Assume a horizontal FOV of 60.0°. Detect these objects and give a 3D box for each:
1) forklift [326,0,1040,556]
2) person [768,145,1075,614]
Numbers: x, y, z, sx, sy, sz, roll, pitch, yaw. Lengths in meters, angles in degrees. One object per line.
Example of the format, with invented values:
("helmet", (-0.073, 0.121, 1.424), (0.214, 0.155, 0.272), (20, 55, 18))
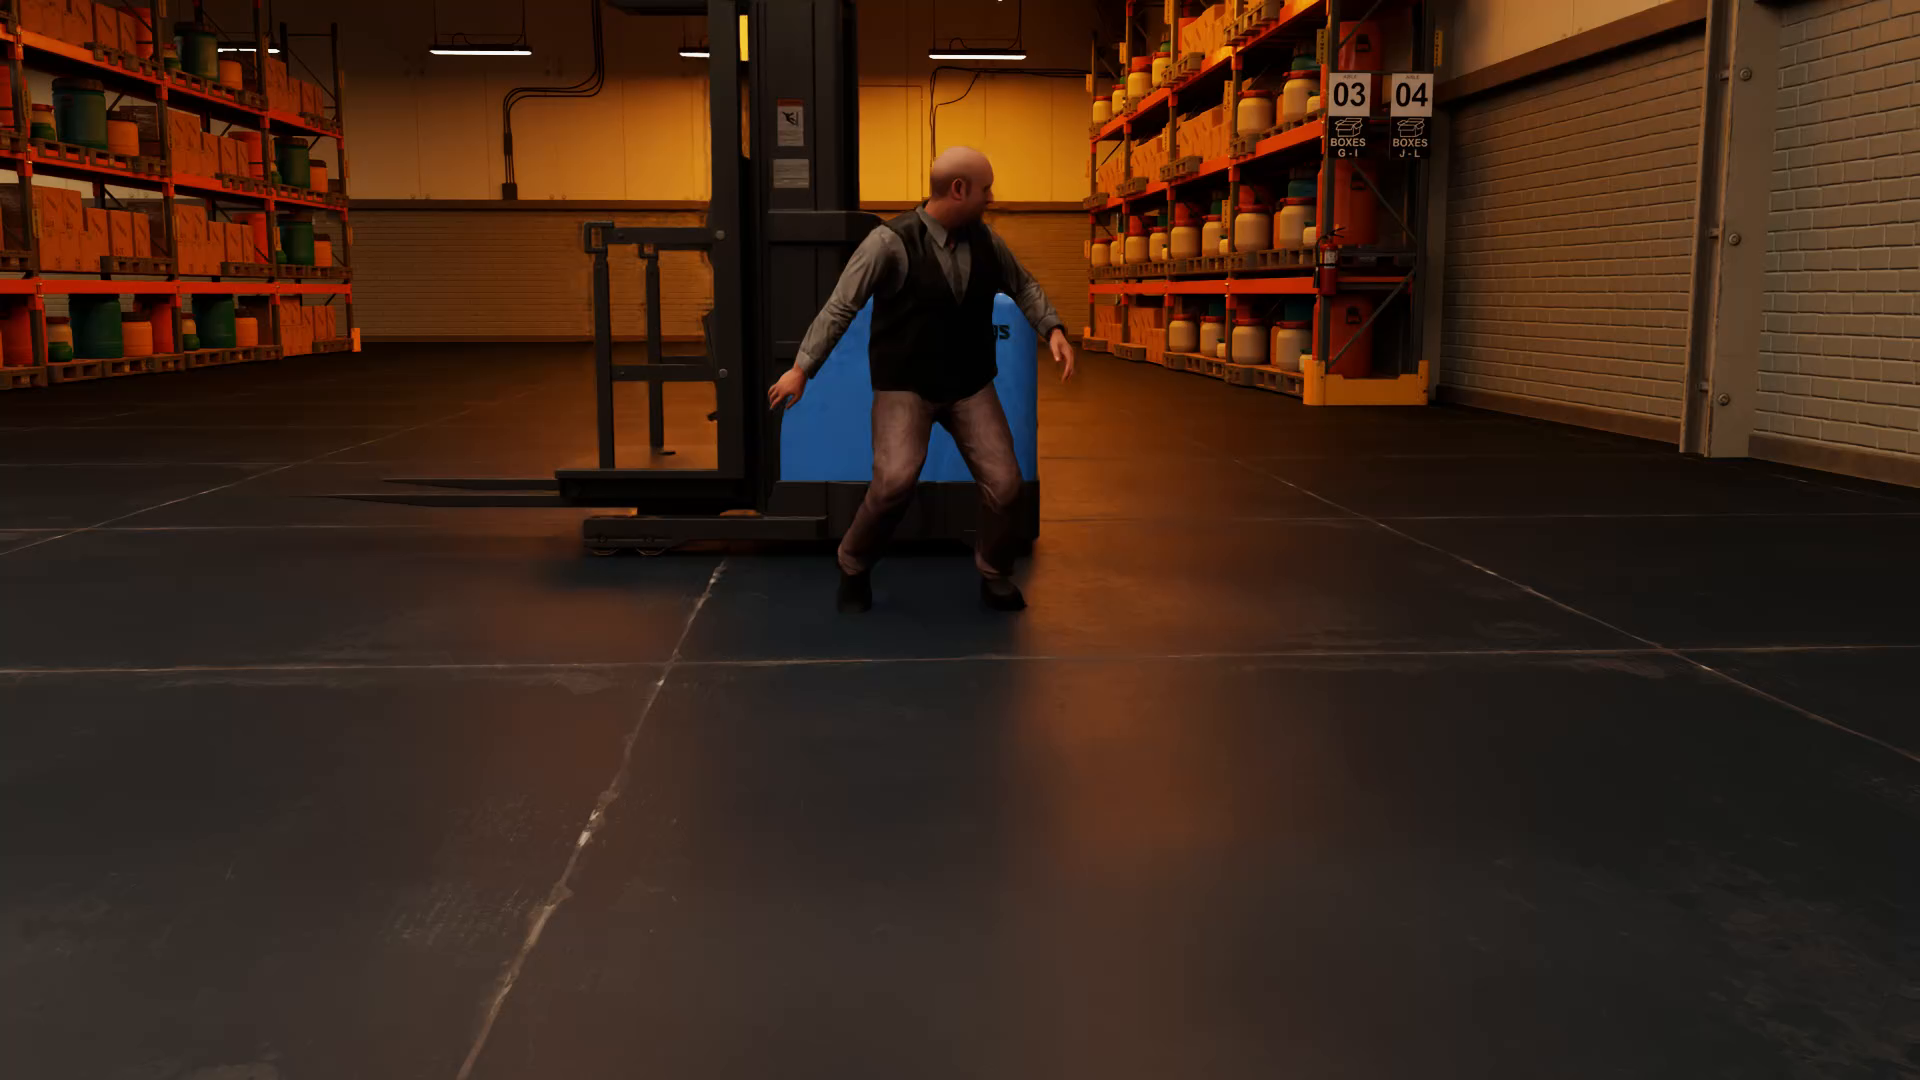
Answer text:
("forklift", (-1.174, -1.460, 7.165), (3.031, 2.935, 1.130), (0, 8, 2))
("person", (-0.129, -0.487, 5.554), (0.967, 1.607, 0.502), (-4, 9, -22))
